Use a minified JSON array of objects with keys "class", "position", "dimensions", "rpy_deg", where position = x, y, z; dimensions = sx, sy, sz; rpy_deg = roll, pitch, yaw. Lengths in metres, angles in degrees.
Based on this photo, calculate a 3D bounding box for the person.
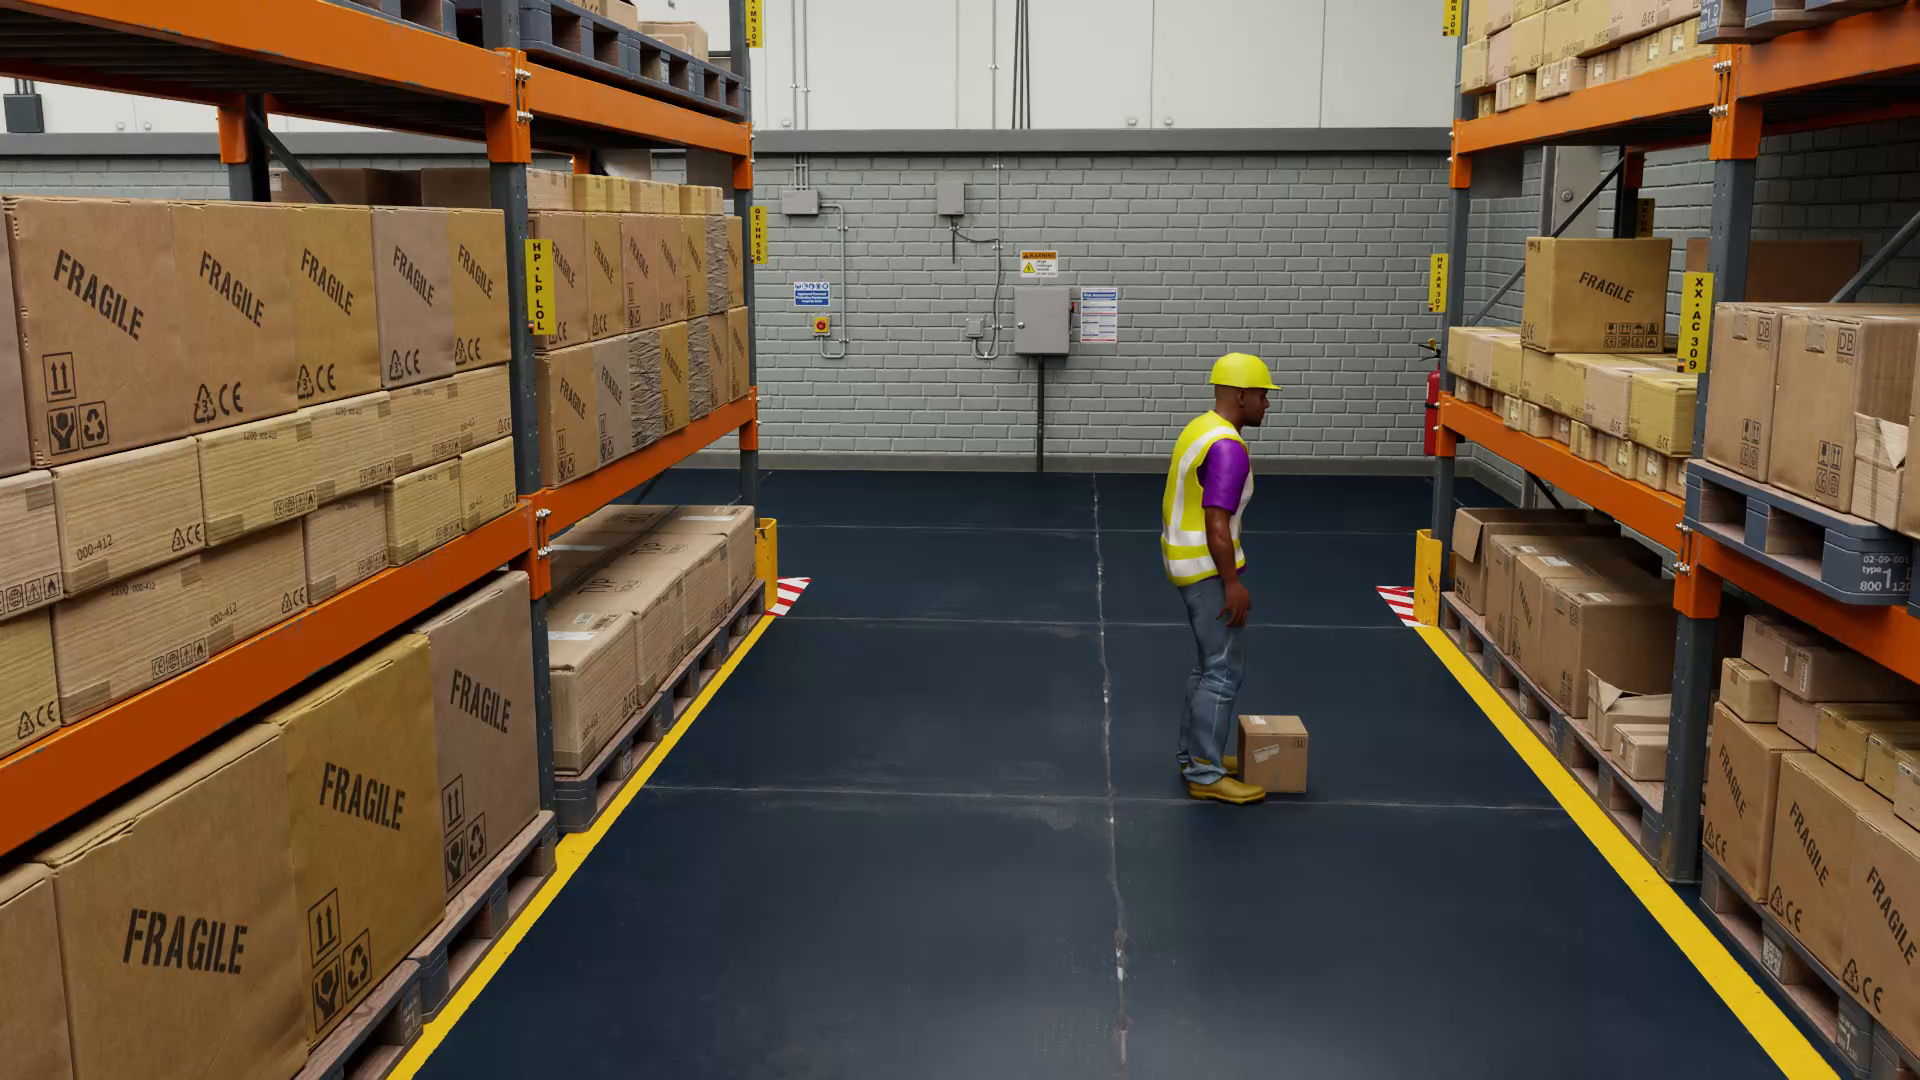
[{"class":"person","position":[1.043,0.132,6.680],"dimensions":[0.461,1.759,0.632],"rpy_deg":[0,11,0]}]
